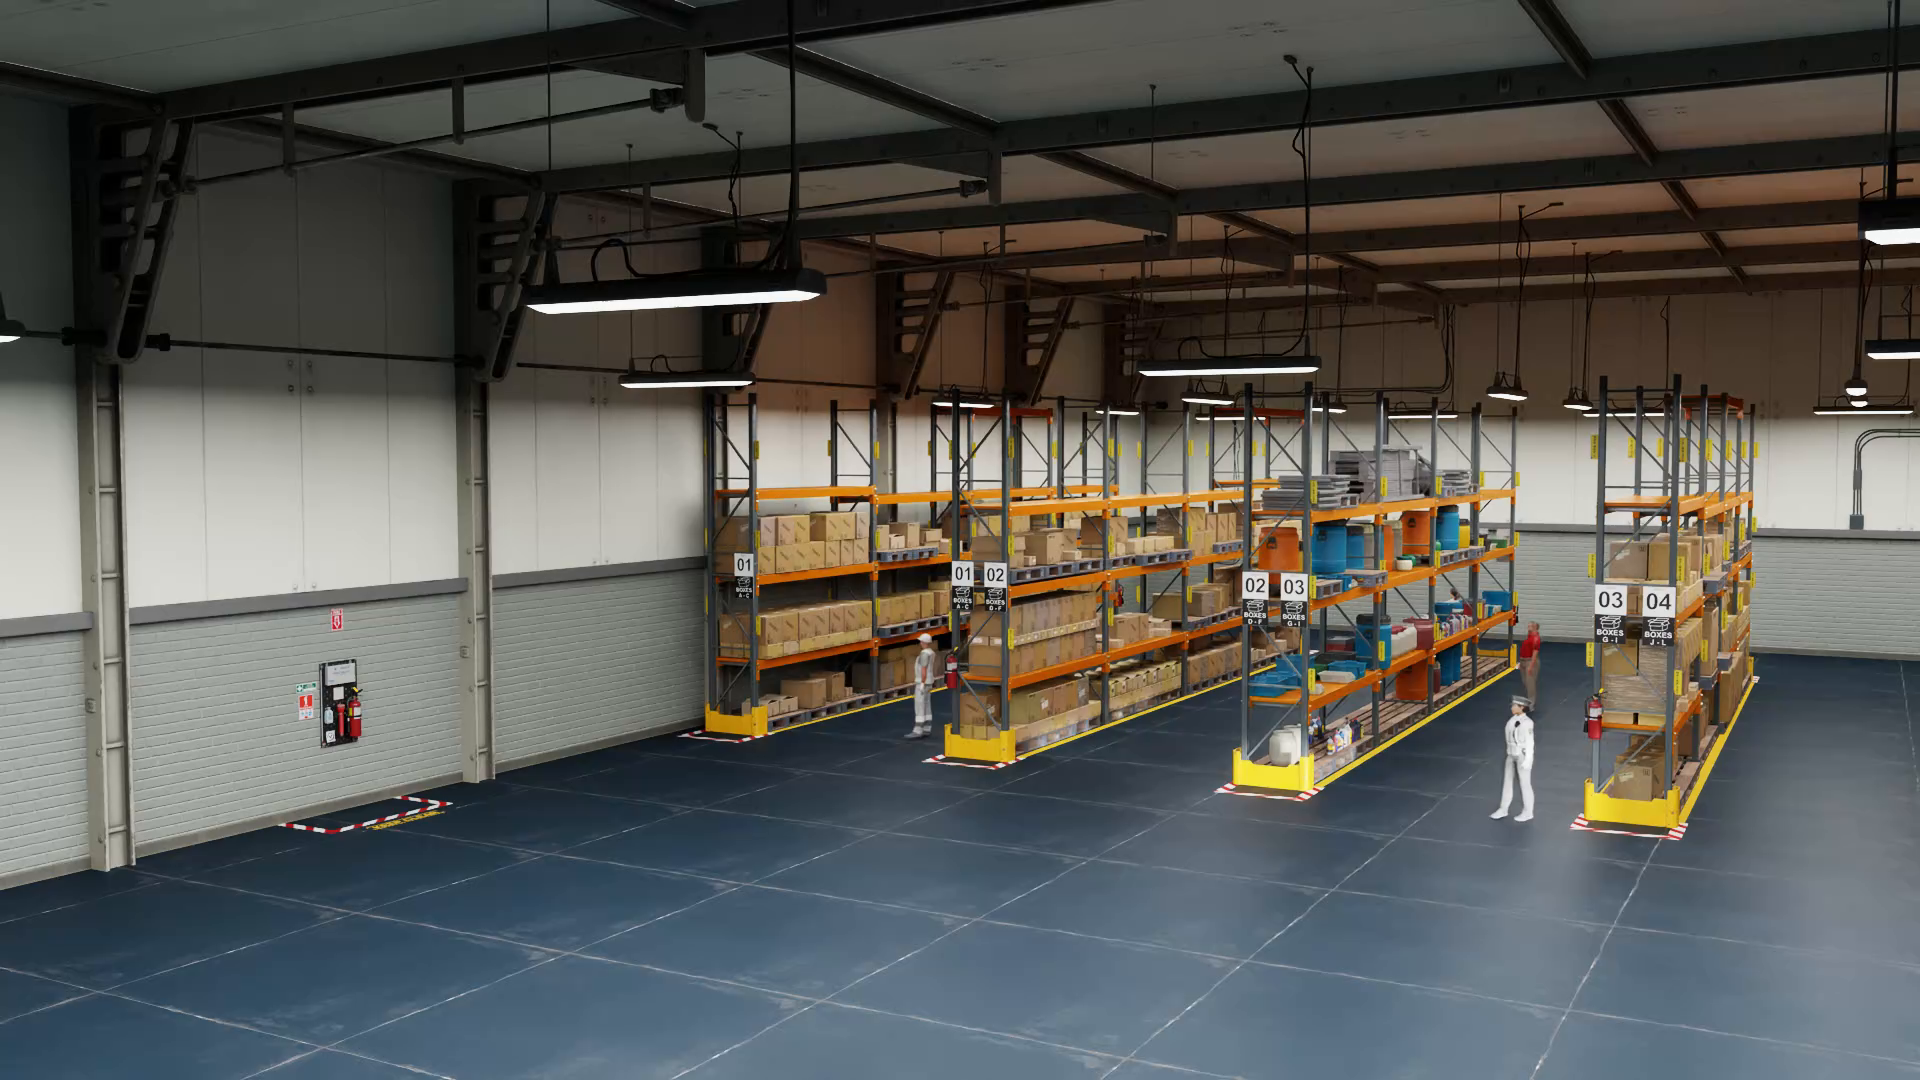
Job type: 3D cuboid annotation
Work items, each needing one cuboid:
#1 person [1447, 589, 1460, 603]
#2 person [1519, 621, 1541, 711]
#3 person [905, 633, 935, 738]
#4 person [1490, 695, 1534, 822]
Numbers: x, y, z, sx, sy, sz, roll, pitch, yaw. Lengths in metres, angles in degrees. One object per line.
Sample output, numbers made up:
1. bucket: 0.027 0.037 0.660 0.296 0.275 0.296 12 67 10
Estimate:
1. person: 11.883 1.995 40.025 0.513 1.675 0.359 0 3 -2
2. person: 10.945 2.426 31.979 0.519 1.740 0.553 -1 3 -14
3. person: -0.692 2.532 29.083 0.431 1.793 0.619 1 3 13
4. person: 7.490 2.947 22.479 0.516 1.700 0.489 -1 3 -11
